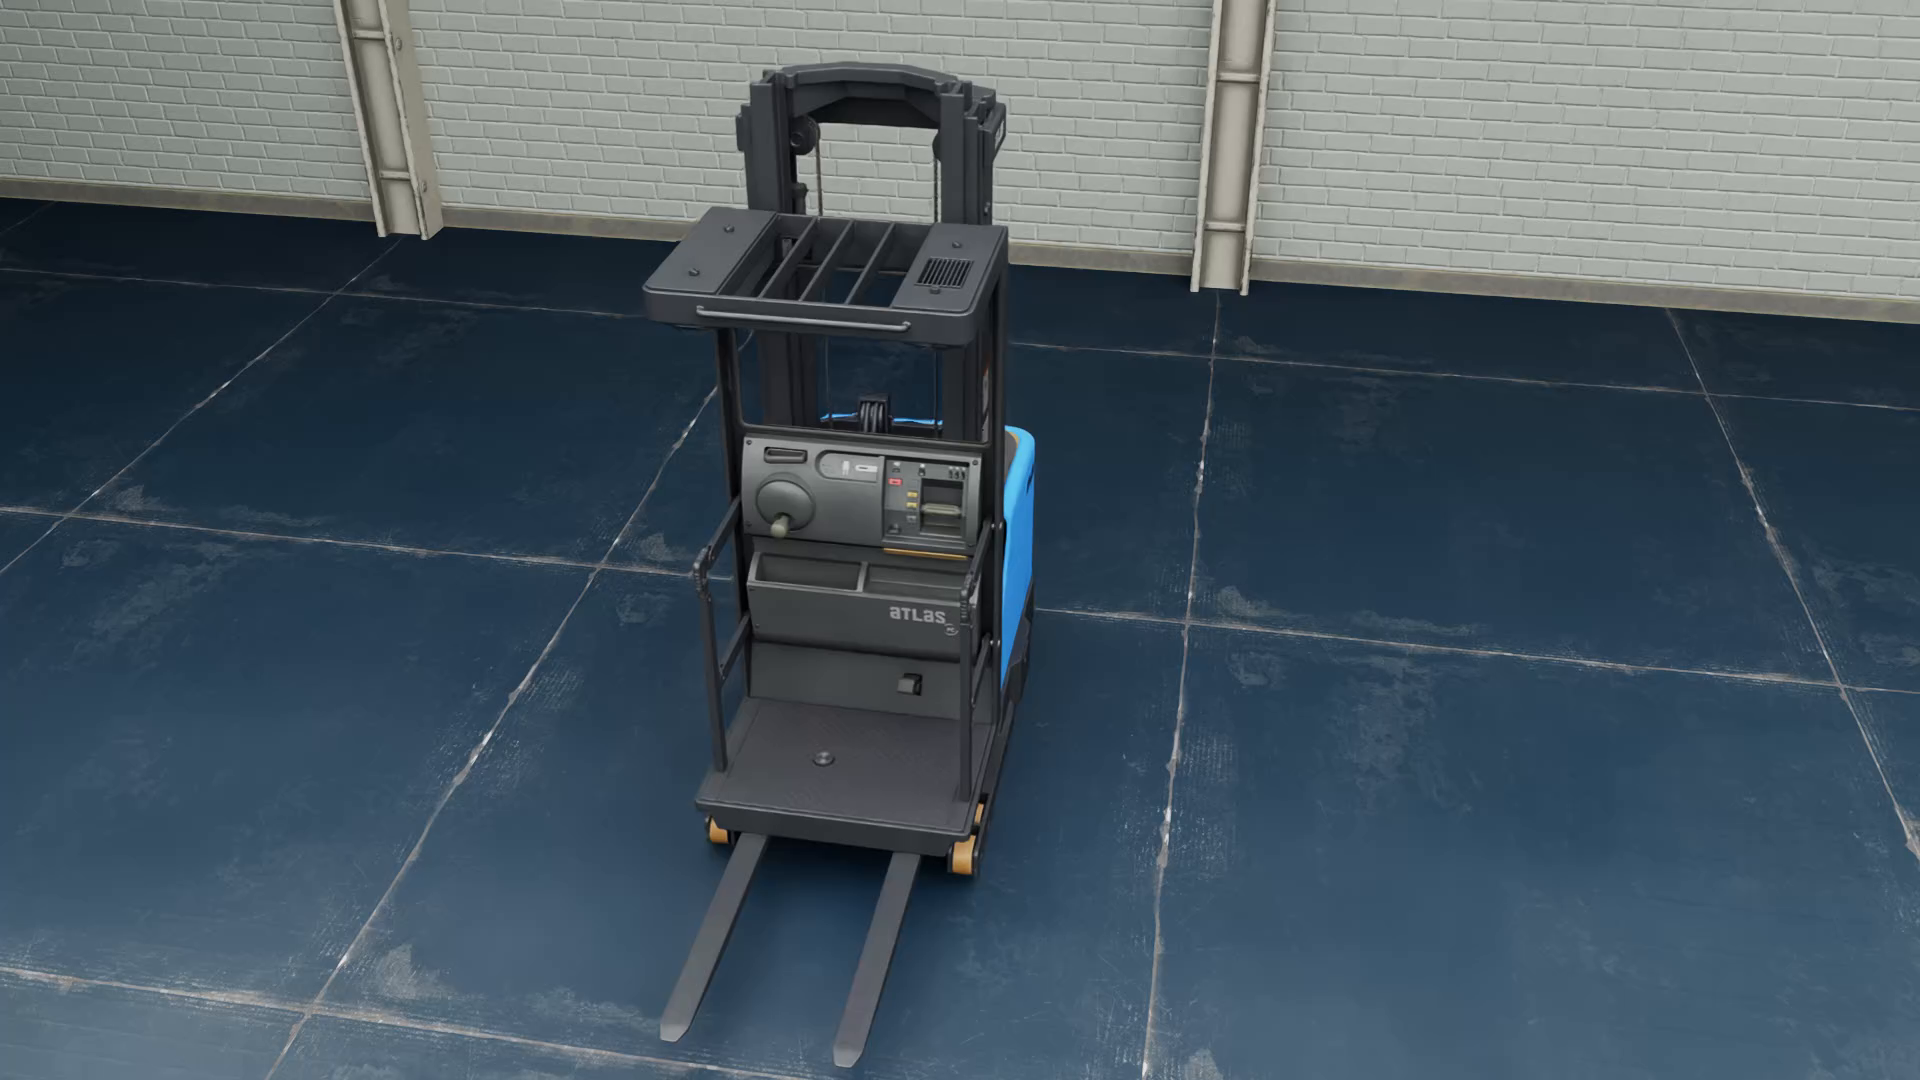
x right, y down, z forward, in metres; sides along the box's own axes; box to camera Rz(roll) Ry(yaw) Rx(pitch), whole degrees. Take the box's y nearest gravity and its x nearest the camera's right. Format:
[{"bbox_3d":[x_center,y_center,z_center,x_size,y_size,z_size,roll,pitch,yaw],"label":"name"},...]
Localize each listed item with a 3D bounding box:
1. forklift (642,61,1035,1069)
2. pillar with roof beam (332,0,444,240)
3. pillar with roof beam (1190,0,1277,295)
[{"bbox_3d":[-0.417,-0.120,6.180,1.130,2.935,3.031,6,32,9],"label":"forklift"},{"bbox_3d":[-4.827,-3.881,6.468,0.400,9.000,9.100,5,32,8],"label":"pillar with roof beam"},{"bbox_3d":[1.087,-3.345,5.612,0.400,9.000,9.100,5,32,8],"label":"pillar with roof beam"}]
